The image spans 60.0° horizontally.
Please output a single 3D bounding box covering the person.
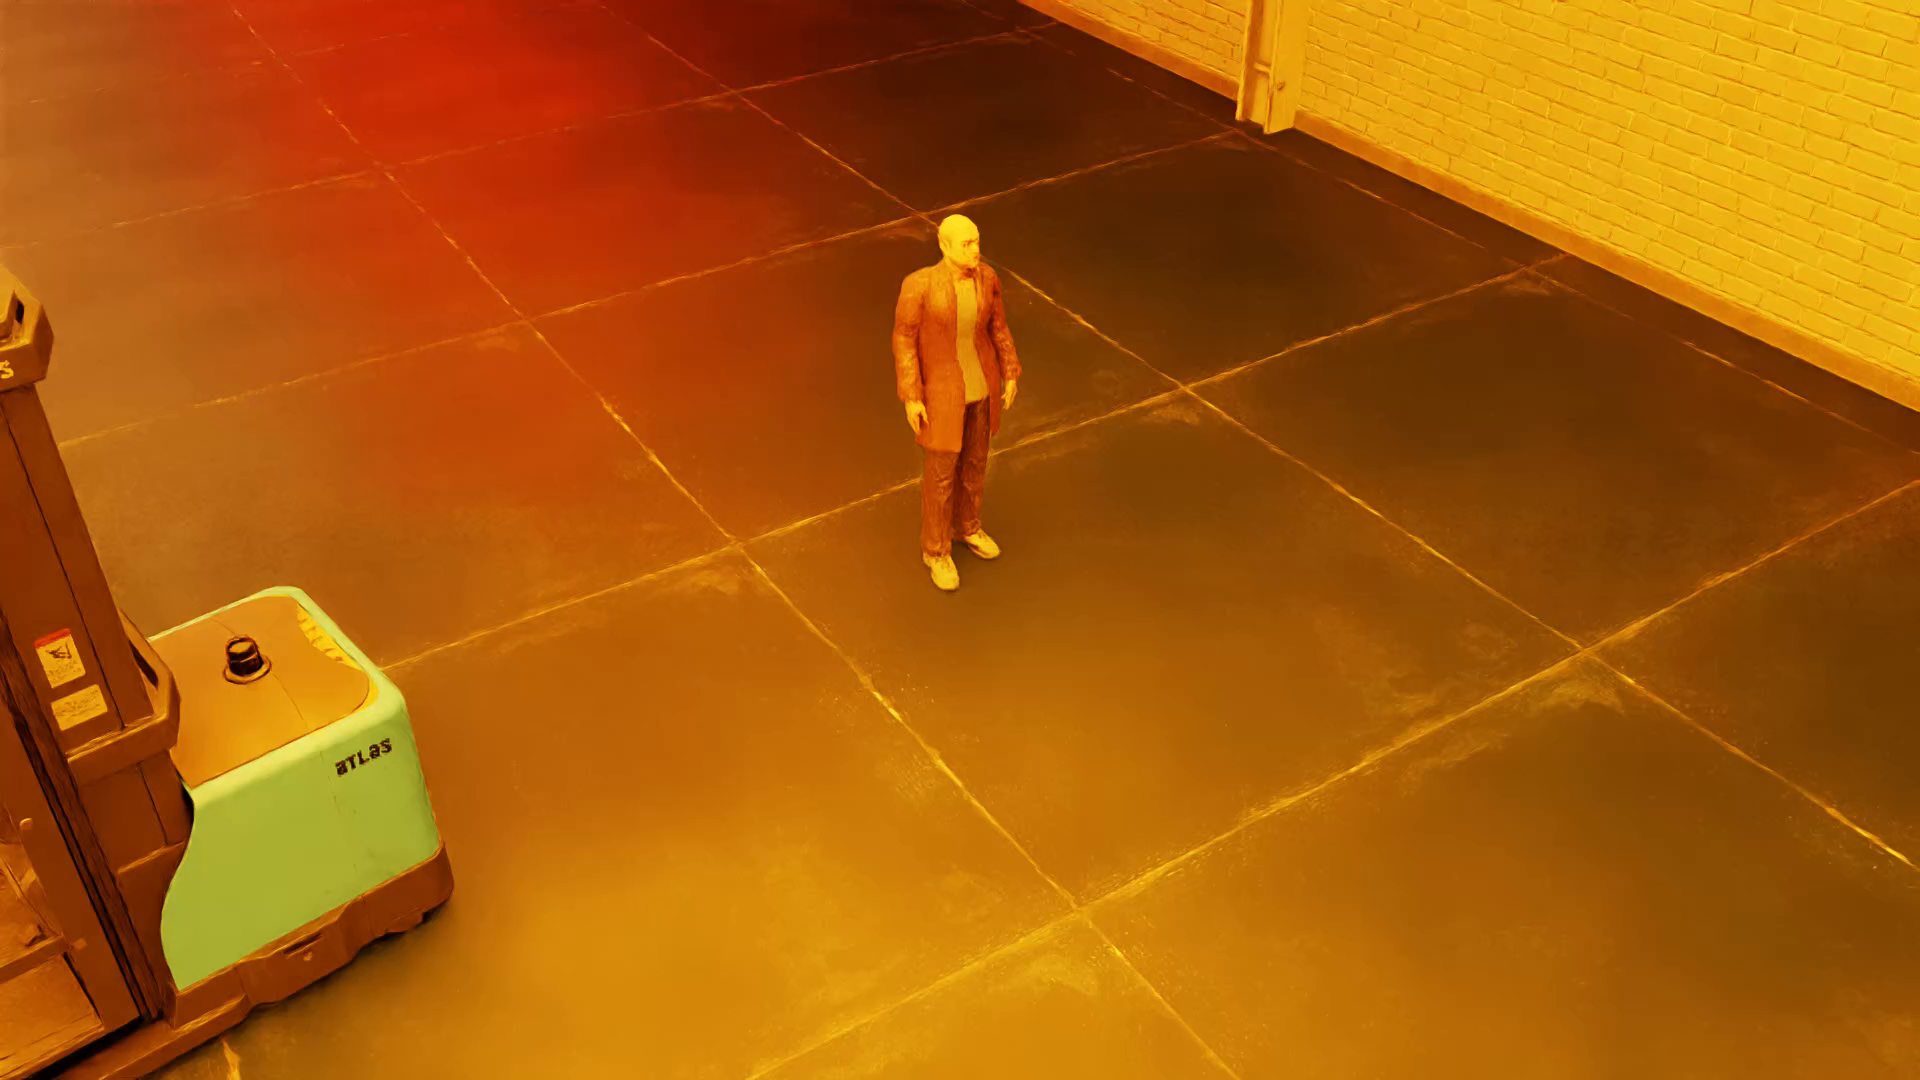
[{"bbox_3d":[0.046,-0.688,8.117,0.694,1.776,0.580,-21,40,-27],"label":"person"}]

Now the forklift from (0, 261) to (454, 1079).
[{"bbox_3d":[-3.442,0.608,5.282,3.031,2.935,1.130,-27,43,-33],"label":"forklift"}]
